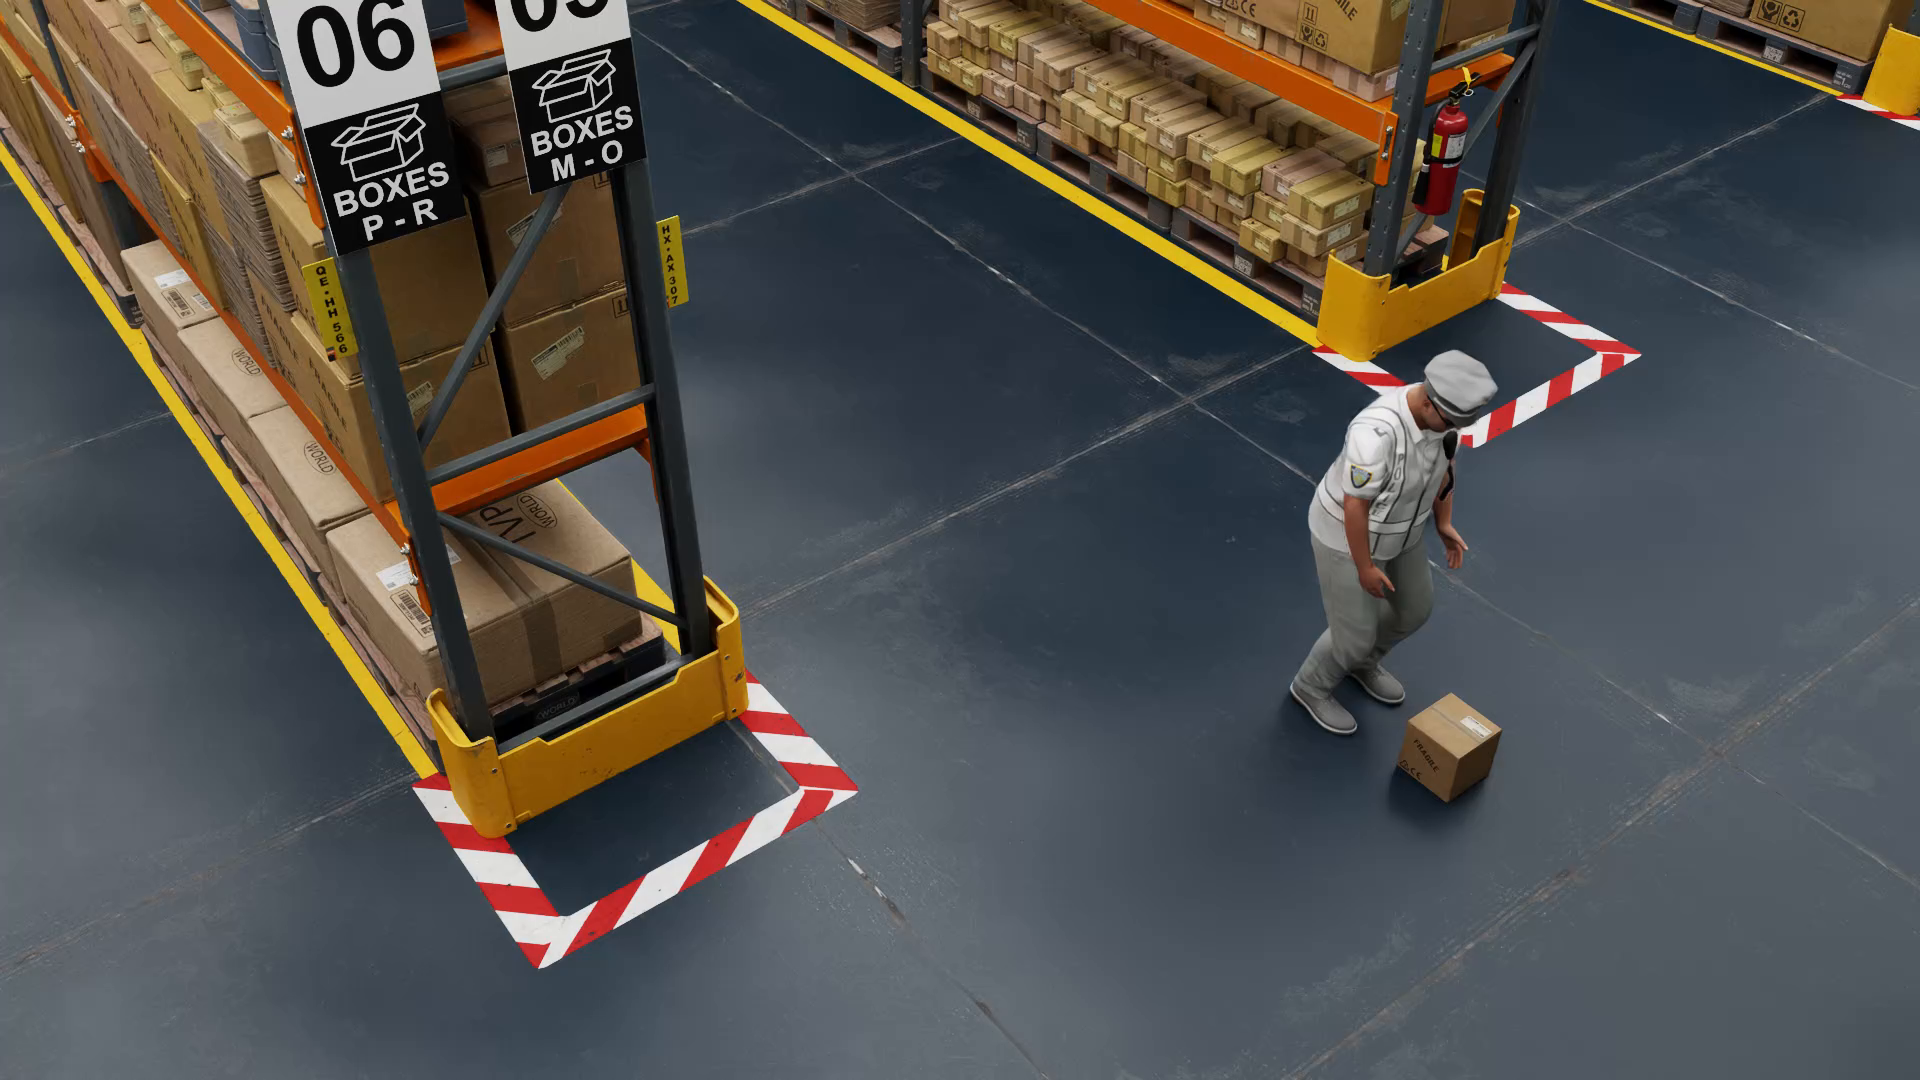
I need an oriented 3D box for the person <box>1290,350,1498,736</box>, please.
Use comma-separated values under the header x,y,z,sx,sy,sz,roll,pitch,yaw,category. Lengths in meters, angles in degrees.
x,y,z,sx,sy,sz,roll,pitch,yaw,category
1.602,-0.012,6.233,0.564,1.678,0.539,-25,46,-27,person
